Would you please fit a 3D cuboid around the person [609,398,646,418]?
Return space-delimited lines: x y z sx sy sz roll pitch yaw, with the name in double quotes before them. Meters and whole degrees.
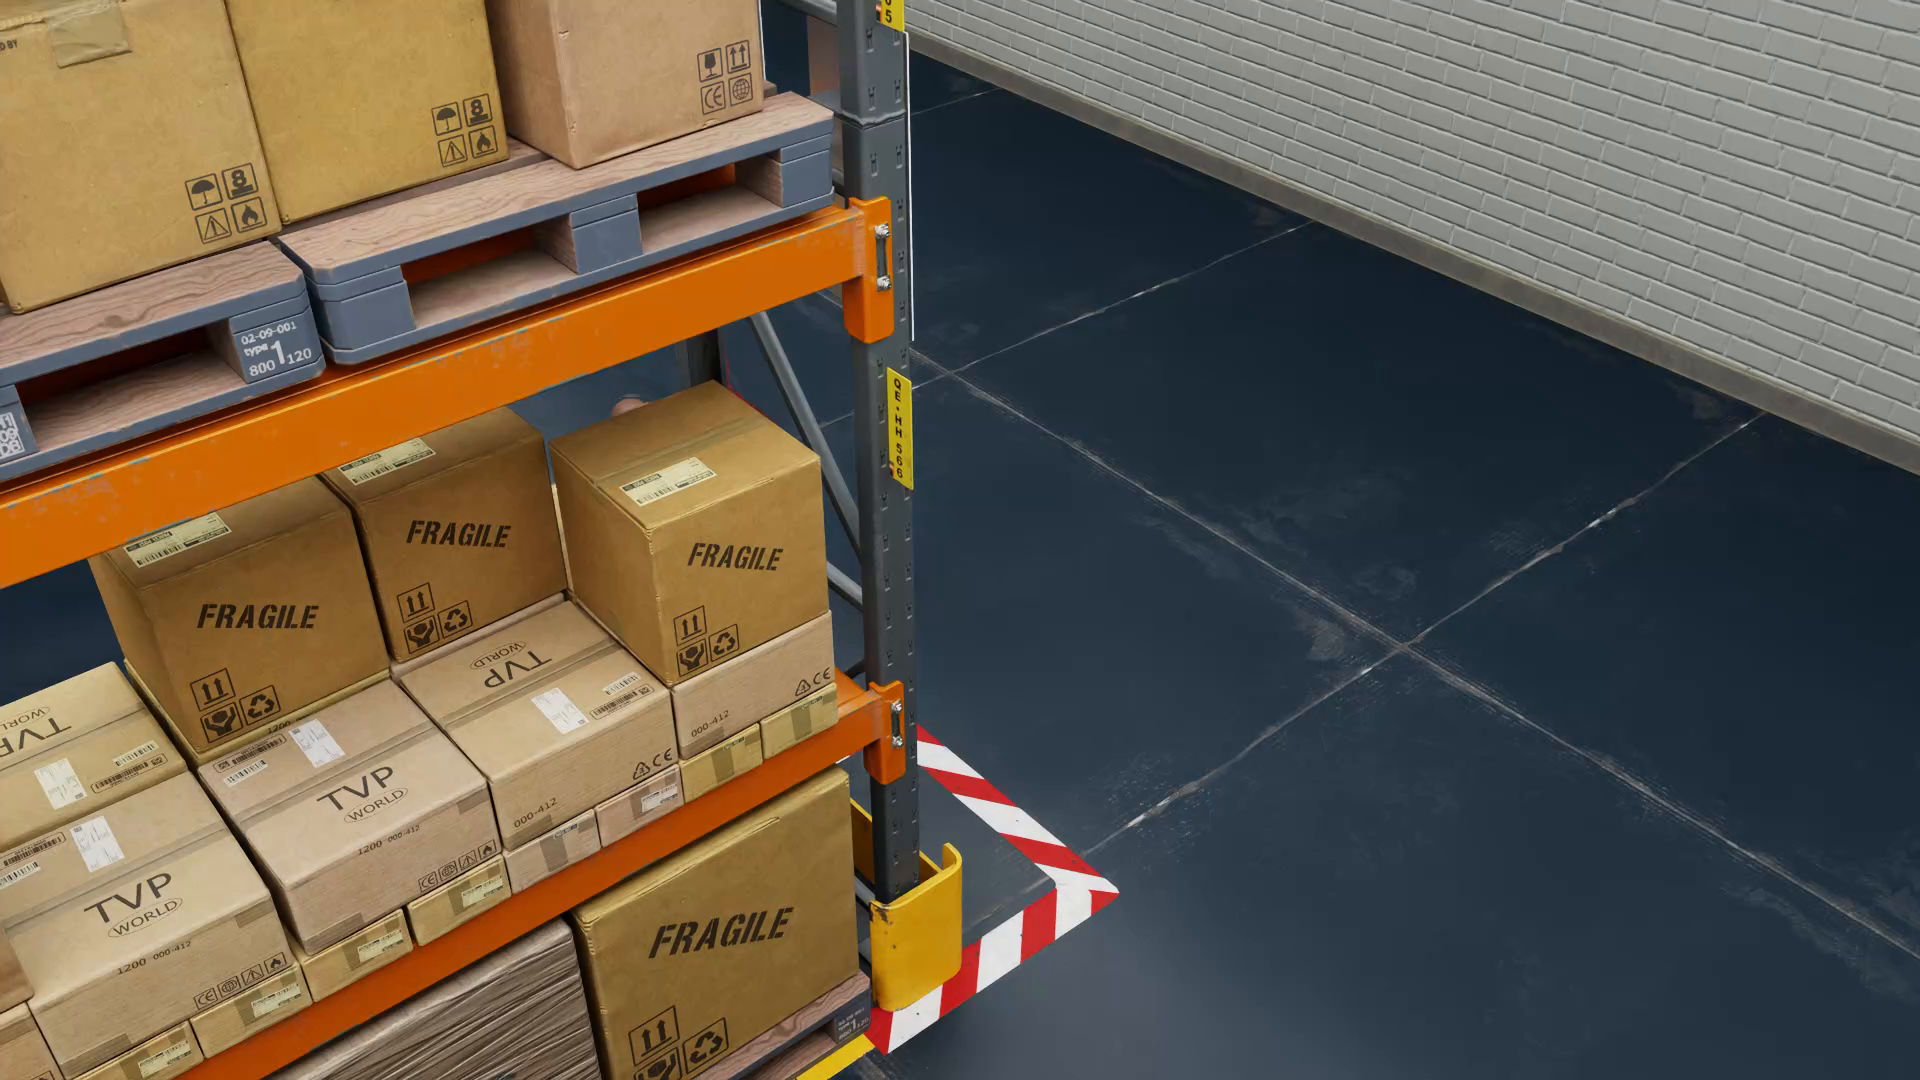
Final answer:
"person" -1.008 -0.038 6.768 0.824 1.087 0.577 17 39 22
